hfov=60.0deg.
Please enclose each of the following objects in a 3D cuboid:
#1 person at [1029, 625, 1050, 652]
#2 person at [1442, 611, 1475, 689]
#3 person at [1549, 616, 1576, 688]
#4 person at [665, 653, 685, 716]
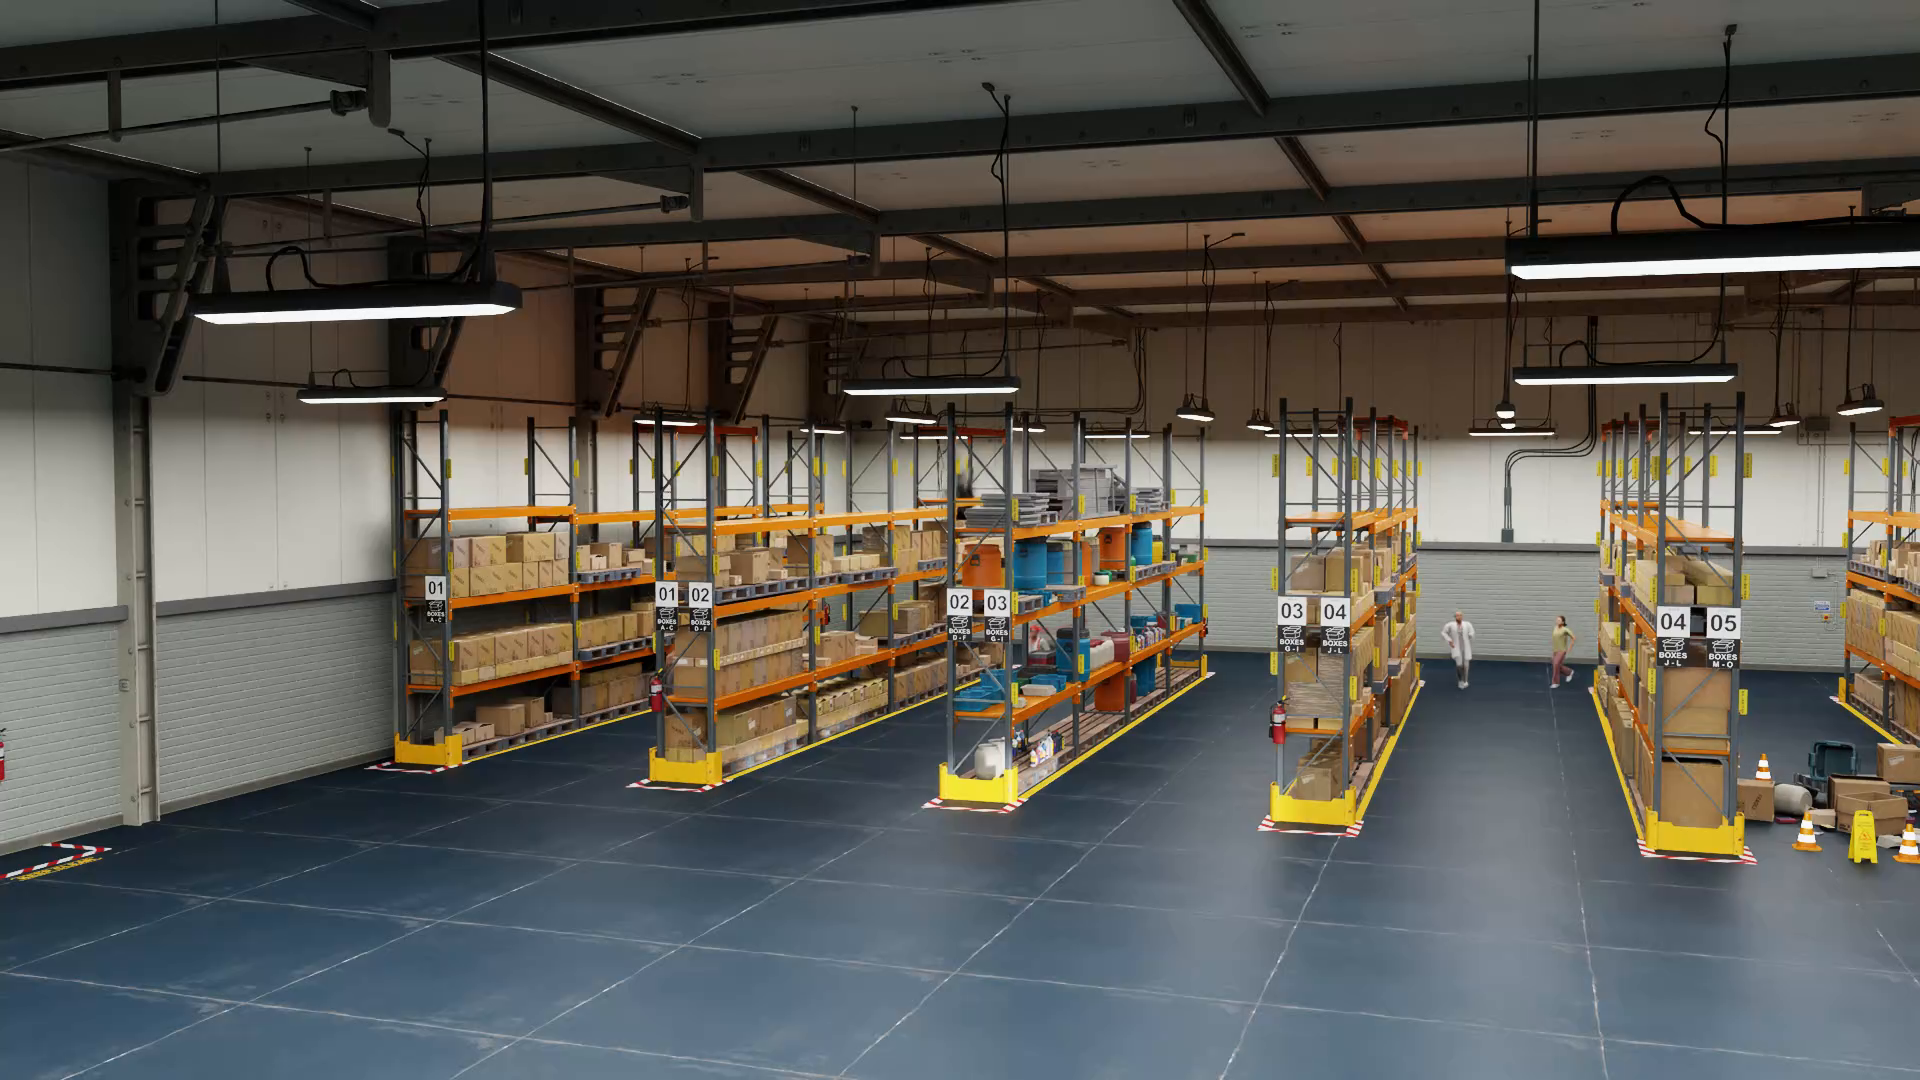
[{"bbox_3d":[1.594,2.656,34.278,0.605,1.834,1.081,1,3,19],"label":"person"},{"bbox_3d":[11.377,2.515,37.850,0.704,1.793,0.734,0,2,3],"label":"person"},{"bbox_3d":[13.809,2.564,38.164,0.742,1.669,0.615,-1,3,-25],"label":"person"},{"bbox_3d":[-5.030,2.874,29.452,0.717,1.755,0.716,1,3,21],"label":"person"}]
